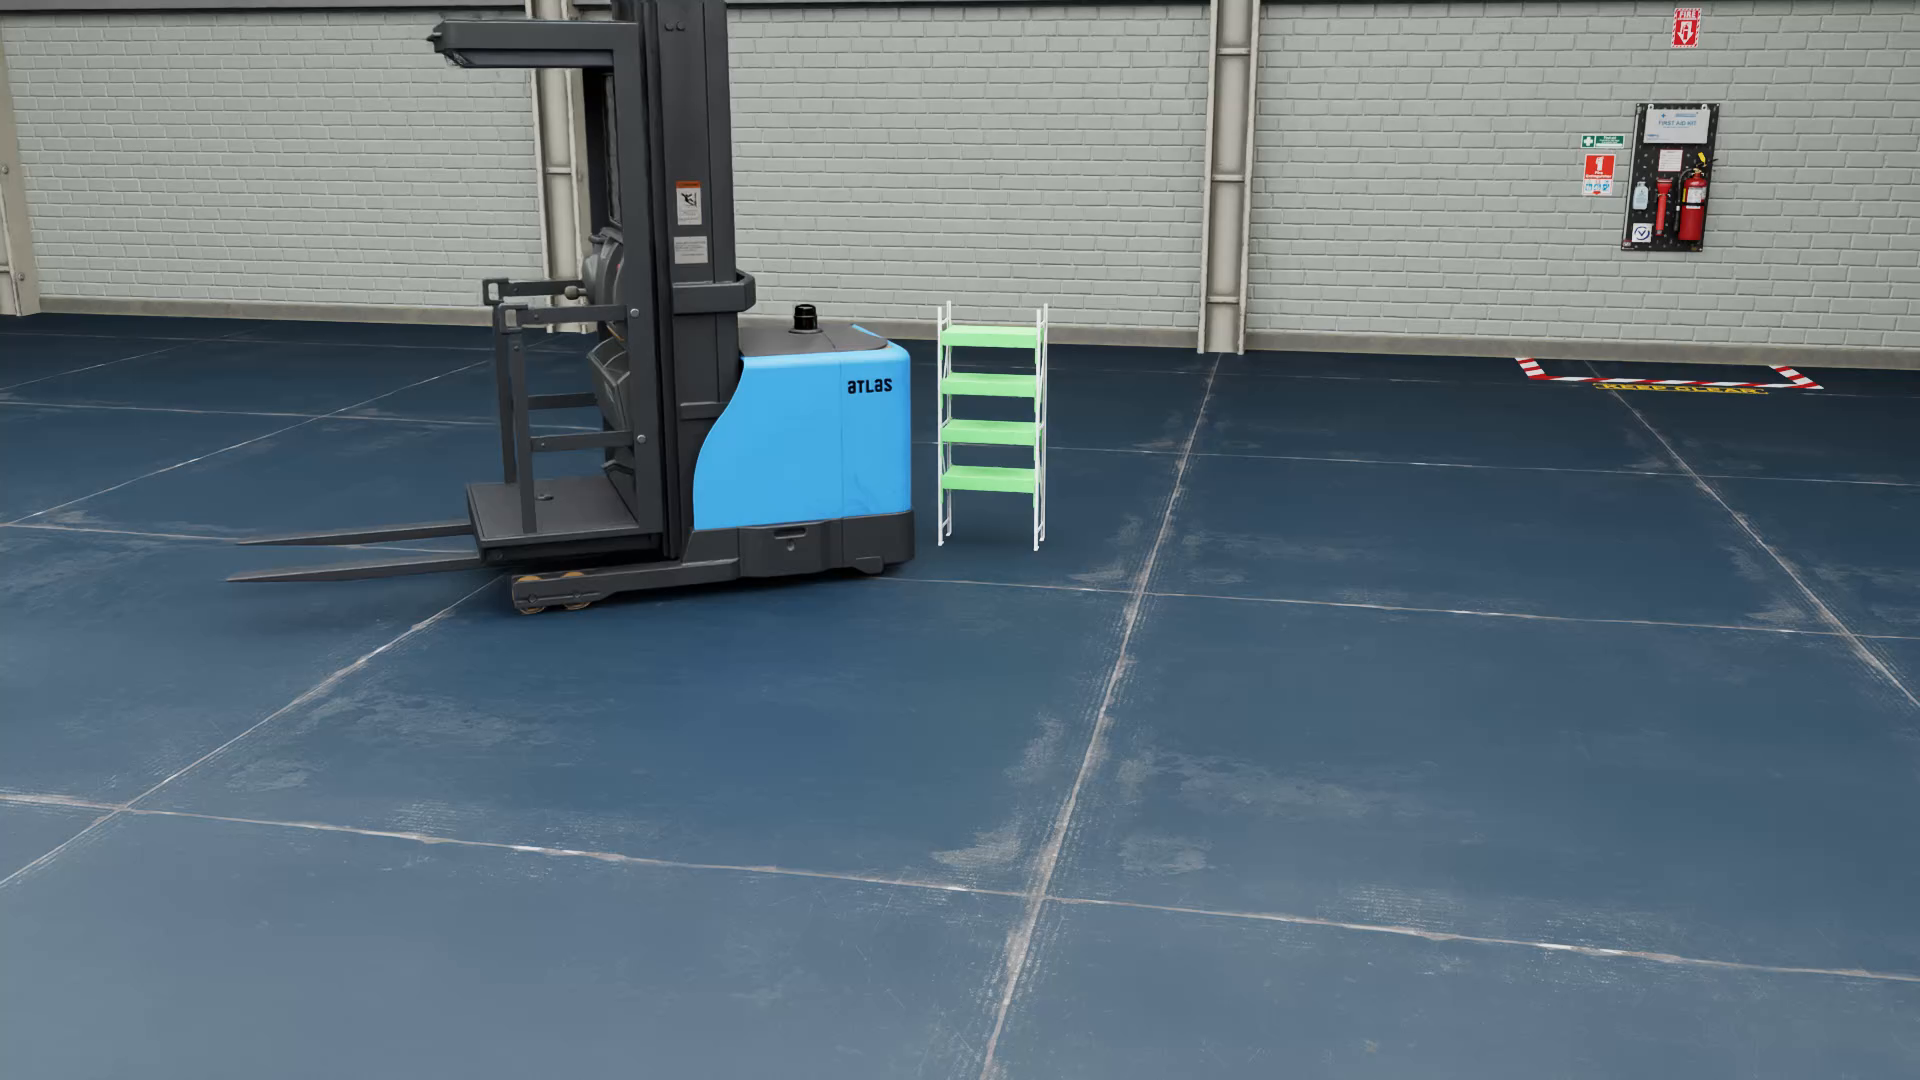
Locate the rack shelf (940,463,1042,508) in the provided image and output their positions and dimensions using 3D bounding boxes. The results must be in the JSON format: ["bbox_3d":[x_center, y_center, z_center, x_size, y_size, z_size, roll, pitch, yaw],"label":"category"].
[{"bbox_3d":[0.162,-0.277,8.381,0.480,0.148,0.258,3,16,11],"label":"rack shelf"}]

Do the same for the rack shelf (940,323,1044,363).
[{"bbox_3d":[0.162,-0.970,8.189,0.480,0.148,0.258,3,16,11],"label":"rack shelf"}]

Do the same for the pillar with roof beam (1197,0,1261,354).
[{"bbox_3d":[1.406,-4.848,9.137,0.400,9.000,9.100,3,16,11],"label":"pillar with roof beam"}]

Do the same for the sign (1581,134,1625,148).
[{"bbox_3d":[5.211,-3.232,13.480,0.331,0.109,0.001,3,16,11],"label":"sign"}]

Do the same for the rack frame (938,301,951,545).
[{"bbox_3d":[-0.077,-0.582,8.347,0.015,1.200,0.240,3,16,11],"label":"rack frame"}]

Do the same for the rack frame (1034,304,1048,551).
[{"bbox_3d":[0.401,-0.556,8.253,0.015,1.200,0.240,3,16,11],"label":"rack frame"}]

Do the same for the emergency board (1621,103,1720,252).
[{"bbox_3d":[5.729,-2.905,13.361,0.643,1.169,0.194,3,16,11],"label":"emergency board"}]

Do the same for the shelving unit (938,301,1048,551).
[{"bbox_3d":[0.162,-0.569,8.300,0.503,1.200,0.258,3,16,11],"label":"shelving unit"}]

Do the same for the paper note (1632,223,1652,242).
[{"bbox_3d":[5.570,-2.508,13.578,0.142,0.148,0.016,3,16,11],"label":"paper note"}]

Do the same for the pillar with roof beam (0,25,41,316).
[{"bbox_3d":[-10.353,-5.486,11.441,0.400,9.000,9.100,3,16,11],"label":"pillar with roof beam"}]

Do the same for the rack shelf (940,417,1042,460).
[{"bbox_3d":[0.162,-0.508,8.317,0.480,0.148,0.258,3,16,11],"label":"rack shelf"}]

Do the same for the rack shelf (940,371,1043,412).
[{"bbox_3d":[0.162,-0.739,8.253,0.480,0.148,0.258,3,16,11],"label":"rack shelf"}]

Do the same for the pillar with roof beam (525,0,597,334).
[{"bbox_3d":[-4.474,-5.167,10.289,0.400,9.000,9.100,3,16,11],"label":"pillar with roof beam"}]

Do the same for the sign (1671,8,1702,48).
[{"bbox_3d":[5.741,-4.049,13.148,0.199,0.298,0.001,3,16,11],"label":"sign"}]

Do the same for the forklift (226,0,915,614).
[{"bbox_3d":[-1.791,-1.245,7.497,3.031,2.935,1.130,-5,16,-19],"label":"forklift"}]

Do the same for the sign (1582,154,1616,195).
[{"bbox_3d":[5.208,-2.979,13.560,0.234,0.329,0.001,3,16,11],"label":"sign"}]
